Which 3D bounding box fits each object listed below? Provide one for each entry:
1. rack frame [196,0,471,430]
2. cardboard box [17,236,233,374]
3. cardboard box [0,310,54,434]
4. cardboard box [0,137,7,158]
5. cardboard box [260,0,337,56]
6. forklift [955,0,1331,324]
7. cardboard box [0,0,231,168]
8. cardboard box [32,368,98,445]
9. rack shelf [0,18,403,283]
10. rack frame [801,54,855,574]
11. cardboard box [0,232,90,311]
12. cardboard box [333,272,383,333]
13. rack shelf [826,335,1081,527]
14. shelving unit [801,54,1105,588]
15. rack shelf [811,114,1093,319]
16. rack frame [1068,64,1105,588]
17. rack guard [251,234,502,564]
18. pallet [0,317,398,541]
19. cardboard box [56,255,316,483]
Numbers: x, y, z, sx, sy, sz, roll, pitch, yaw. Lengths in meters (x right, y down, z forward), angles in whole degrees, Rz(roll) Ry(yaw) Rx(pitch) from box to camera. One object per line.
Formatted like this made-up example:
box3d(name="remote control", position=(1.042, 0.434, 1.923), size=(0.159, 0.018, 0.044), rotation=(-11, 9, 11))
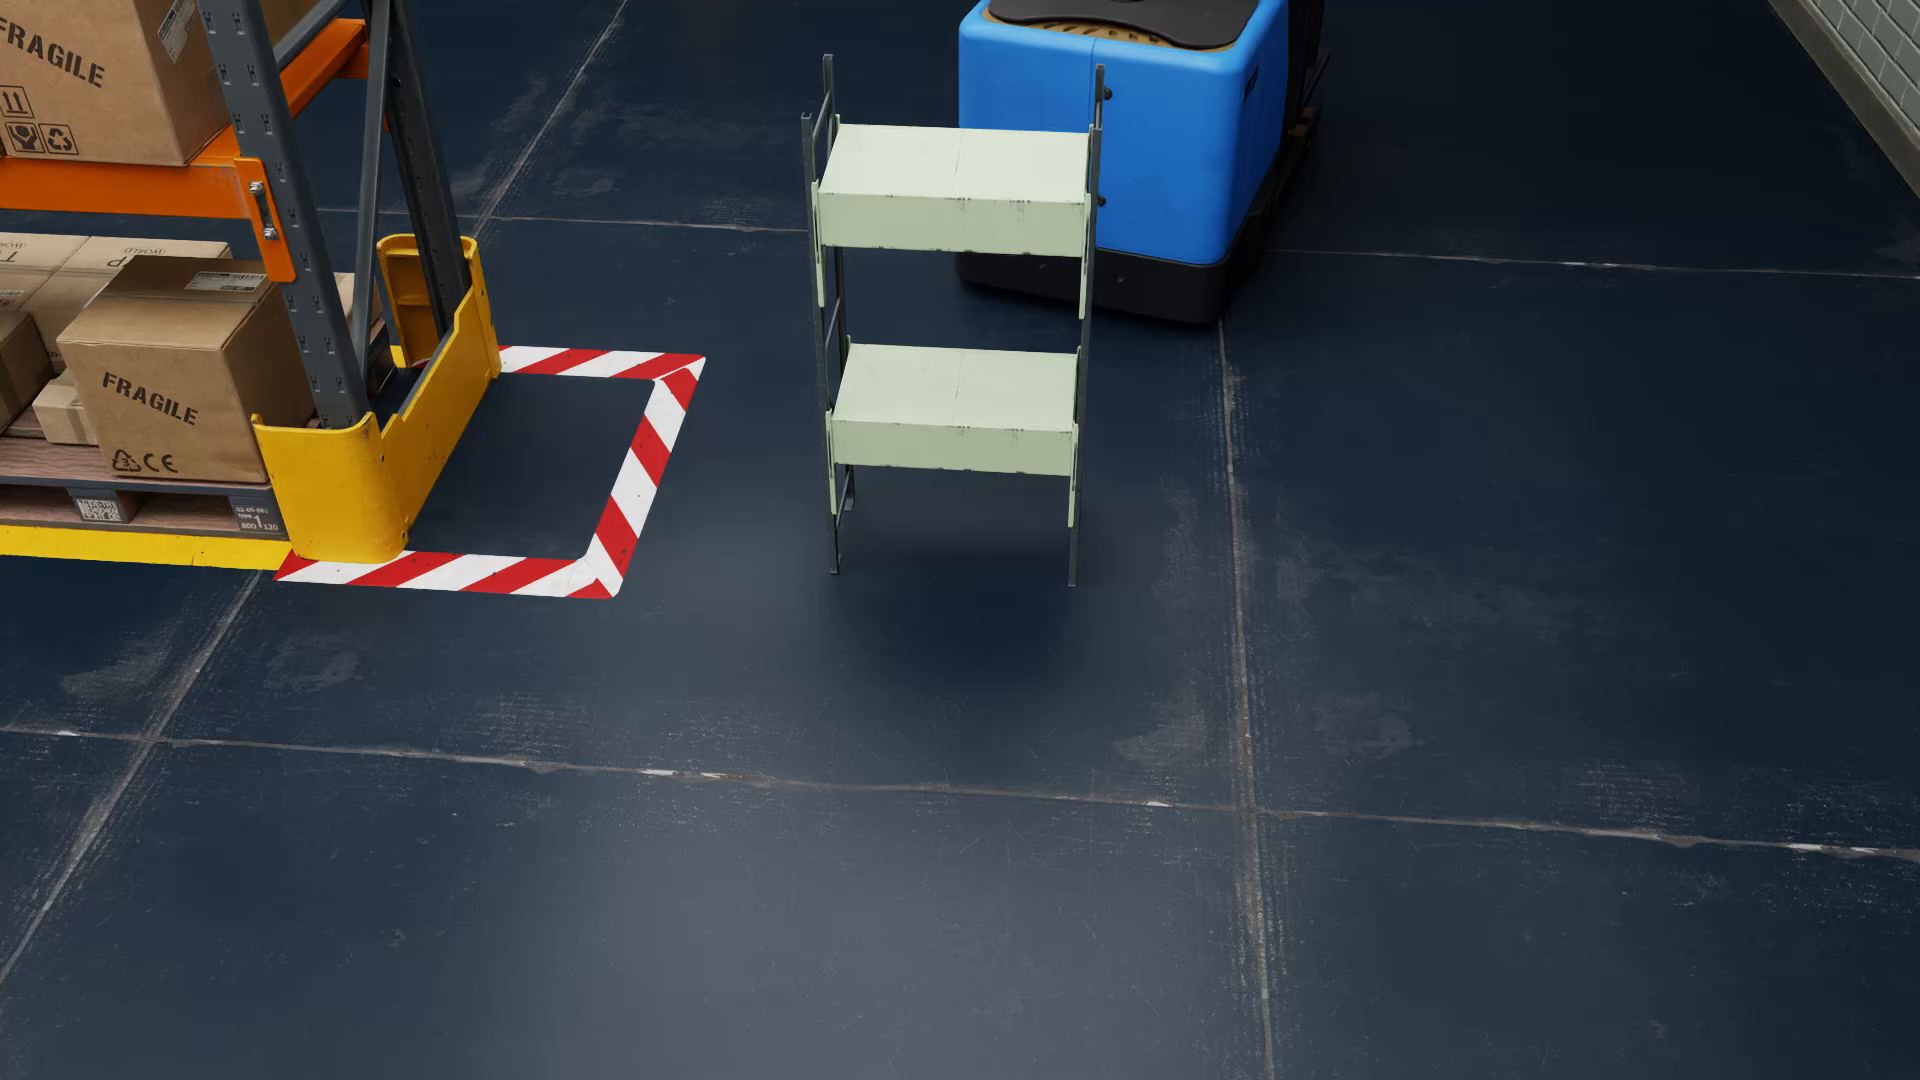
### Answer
box3d(name="rack frame", position=(-1.797, -1.458, 4.665), size=(0.127, 3.000, 1.000), rotation=(3, 39, 4))
box3d(name="cardboard box", position=(-2.813, -0.798, 5.684), size=(0.500, 0.250, 0.500), rotation=(3, 39, 4))
box3d(name="cardboard box", position=(-3.304, -0.508, 5.327), size=(0.500, 0.250, 0.500), rotation=(3, 39, 4))
box3d(name="cardboard box", position=(-2.784, -1.376, 4.486), size=(0.500, 0.500, 0.500), rotation=(3, 39, 4))
box3d(name="cardboard box", position=(-2.217, -1.687, 4.867), size=(0.500, 0.500, 0.500), rotation=(4, 39, 5))
box3d(name="forklift", position=(0.967, -2.866, 6.450), size=(1.130, 2.935, 3.031), rotation=(13, 41, 16))
box3d(name="cardboard box", position=(-2.267, -1.350, 4.454), size=(0.500, 0.500, 0.500), rotation=(4, 39, 5))
box3d(name="cardboard box", position=(-2.756, -0.483, 5.364), size=(0.250, 0.166, 0.380), rotation=(3, 39, 4))
box3d(name="rack shelf", position=(-3.790, -1.288, 5.026), size=(4.000, 0.370, 1.077), rotation=(3, 39, 4))
box3d(name="rack frame", position=(-0.371, -0.602, 4.801), size=(0.023, 1.500, 0.400), rotation=(3, 39, 4))
box3d(name="cardboard box", position=(-3.311, -0.825, 5.717), size=(0.500, 0.250, 0.500), rotation=(3, 39, 4))
box3d(name="cardboard box", position=(-2.185, -0.762, 5.720), size=(0.250, 0.149, 0.380), rotation=(3, 39, 4))
box3d(name="rack shelf", position=(-0.007, -0.329, 4.983), size=(0.720, 0.370, 0.431), rotation=(3, 39, 4))
box3d(name="shelving unit", position=(-0.007, -0.582, 4.777), size=(0.755, 1.500, 0.431), rotation=(3, 39, 4))
box3d(name="rack shelf", position=(-0.007, -0.885, 4.531), size=(0.720, 0.370, 0.431), rotation=(3, 39, 4))
box3d(name="rack frame", position=(0.358, -0.562, 4.752), size=(0.023, 1.500, 0.400), rotation=(3, 39, 4))
box3d(name="rack guard", position=(-1.873, -0.493, 5.460), size=(0.348, 0.500, 1.175), rotation=(3, 39, 4))
box3d(name="pallet", position=(-2.667, -0.424, 5.603), size=(1.213, 0.211, 1.003), rotation=(3, 39, 4))
box3d(name="cardboard box", position=(-2.360, -0.534, 5.162), size=(0.500, 0.500, 0.500), rotation=(3, 39, 4))
